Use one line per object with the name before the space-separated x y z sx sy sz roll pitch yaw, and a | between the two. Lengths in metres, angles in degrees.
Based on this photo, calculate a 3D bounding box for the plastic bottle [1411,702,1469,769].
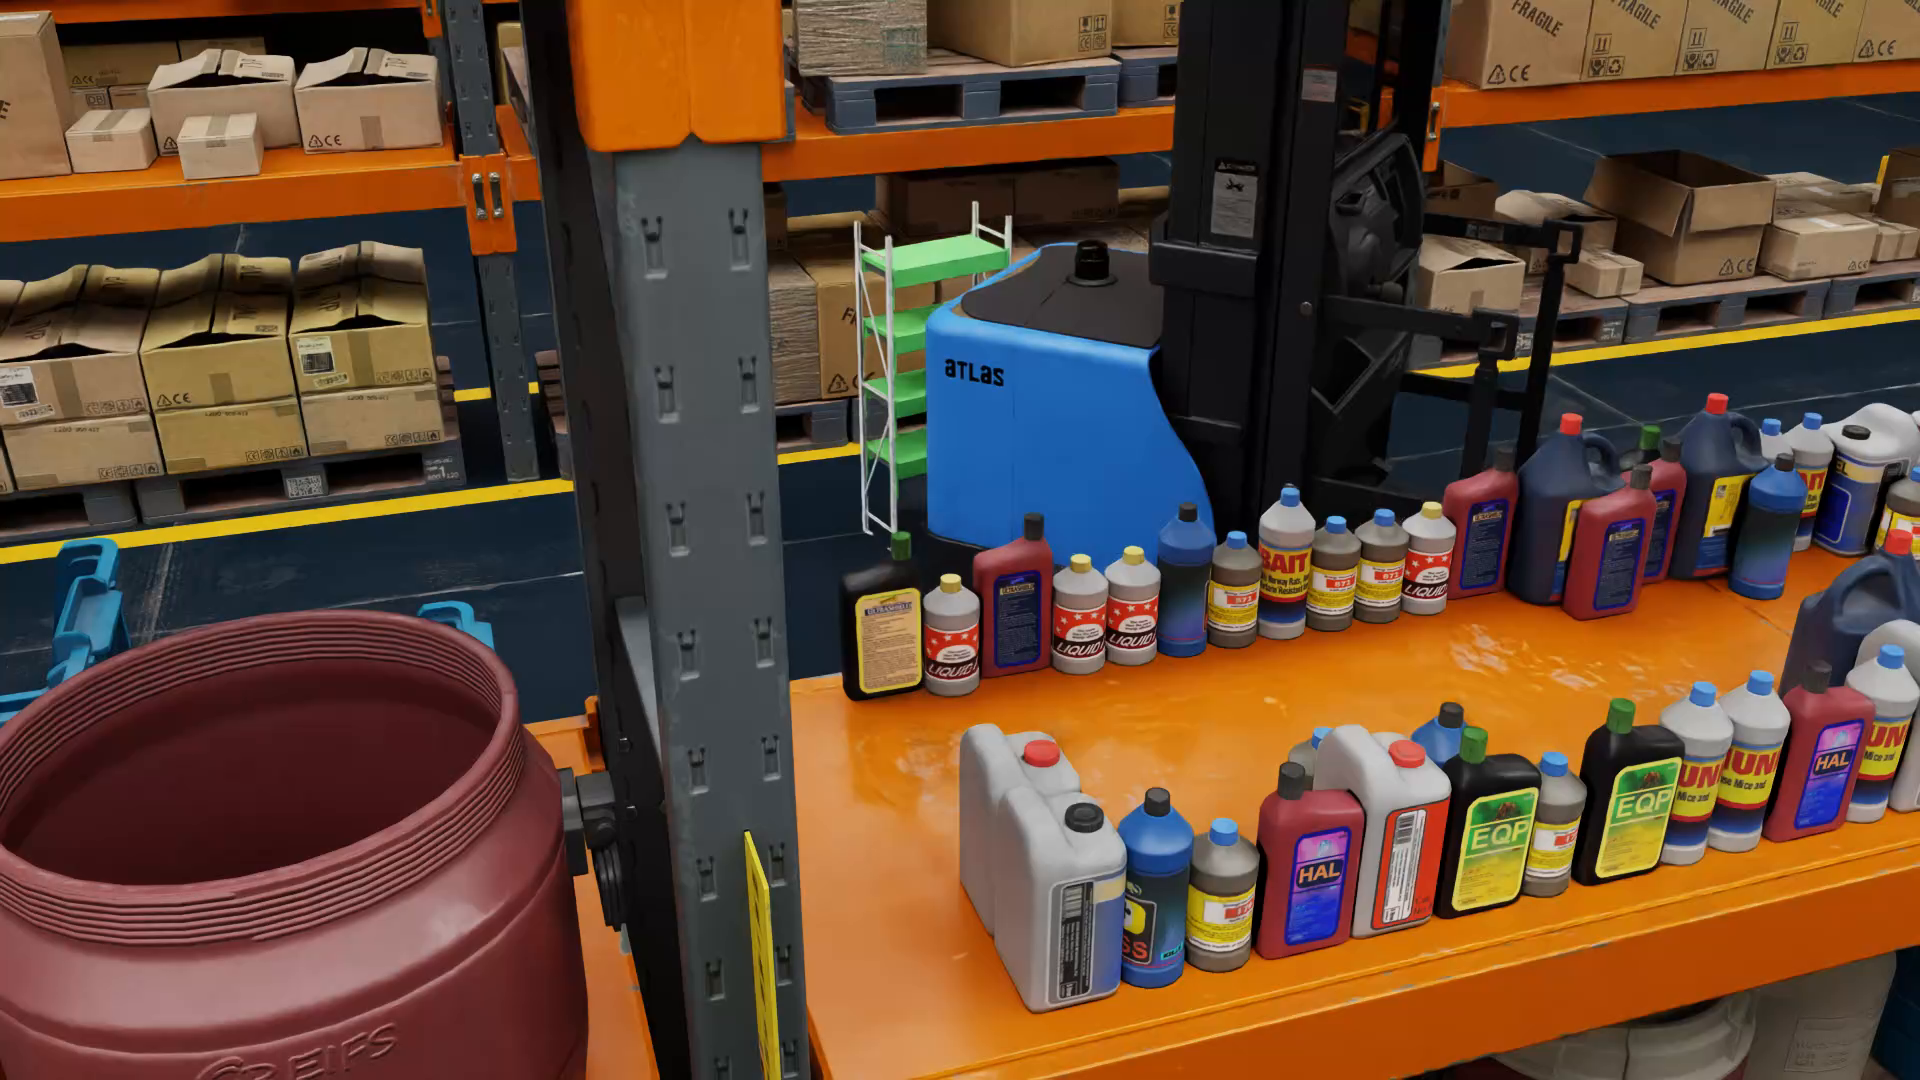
plastic bottle | 0.668 0.349 2.317 0.097 0.271 0.097 0 26 0

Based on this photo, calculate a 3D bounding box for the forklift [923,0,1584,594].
forklift | 1.420 -0.951 4.869 3.031 2.935 1.130 13 29 25

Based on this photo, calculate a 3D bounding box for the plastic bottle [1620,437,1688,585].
plastic bottle | 1.278 -0.051 3.110 0.133 0.283 0.061 -8 28 -16

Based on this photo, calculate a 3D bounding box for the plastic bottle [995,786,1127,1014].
plastic bottle | 0.128 0.441 2.127 0.135 0.276 0.152 -8 28 -16

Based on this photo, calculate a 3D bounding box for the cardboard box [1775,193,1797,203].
cardboard box | 4.138 -1.761 9.021 0.500 0.250 0.500 -8 28 -16

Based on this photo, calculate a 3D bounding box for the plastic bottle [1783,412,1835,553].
plastic bottle | 1.643 -0.118 3.259 0.097 0.271 0.097 0 26 0

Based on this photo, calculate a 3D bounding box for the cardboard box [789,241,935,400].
cardboard box | -0.418 -0.947 7.101 0.500 0.500 0.500 -9 28 -17

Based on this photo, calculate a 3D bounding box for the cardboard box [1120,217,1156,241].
cardboard box | 1.037 -1.161 7.531 0.500 0.500 0.500 -8 28 -16

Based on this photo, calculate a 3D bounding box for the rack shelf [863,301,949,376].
rack shelf | -0.093 -0.745 6.006 0.480 0.148 0.258 -16 30 -28

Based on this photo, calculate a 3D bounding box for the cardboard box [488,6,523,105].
cardboard box | -2.711 -3.151 11.170 0.750 0.750 0.750 -9 28 -17

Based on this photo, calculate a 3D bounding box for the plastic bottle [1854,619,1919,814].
plastic bottle | 1.447 0.250 2.512 0.135 0.276 0.152 -8 28 -16

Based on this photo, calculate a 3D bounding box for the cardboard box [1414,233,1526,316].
cardboard box | 2.356 -1.296 8.017 0.500 0.311 0.500 -8 28 -16

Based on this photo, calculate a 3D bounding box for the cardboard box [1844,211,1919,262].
cardboard box | 4.840 -1.619 8.830 0.250 0.166 0.380 -8 28 -16

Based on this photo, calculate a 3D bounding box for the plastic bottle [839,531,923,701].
plastic bottle | -0.131 0.125 2.757 0.133 0.283 0.061 -8 28 -16

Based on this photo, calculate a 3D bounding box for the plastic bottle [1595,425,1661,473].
plastic bottle | 1.259 -0.076 3.162 0.133 0.283 0.061 -8 28 -16

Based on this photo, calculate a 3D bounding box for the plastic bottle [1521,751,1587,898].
plastic bottle | 0.814 0.388 2.318 0.097 0.201 0.097 0 26 0

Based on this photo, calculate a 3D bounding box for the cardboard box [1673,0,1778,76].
cardboard box | 3.421 -2.477 7.753 0.500 0.500 0.500 -8 28 -16

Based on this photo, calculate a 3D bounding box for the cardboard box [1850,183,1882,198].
cardboard box | 5.189 -1.896 9.406 0.250 0.149 0.380 -8 28 -16

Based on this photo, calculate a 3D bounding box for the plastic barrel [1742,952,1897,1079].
plastic barrel | 1.660 0.889 3.411 0.421 0.512 0.421 0 26 0

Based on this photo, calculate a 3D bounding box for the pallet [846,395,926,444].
pallet | -0.034 -0.790 7.605 1.213 0.211 1.003 -8 28 -16

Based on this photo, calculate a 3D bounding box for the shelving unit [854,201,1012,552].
shelving unit | -0.093 -0.588 6.084 0.503 1.200 0.258 -16 30 -28

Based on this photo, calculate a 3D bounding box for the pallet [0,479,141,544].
pallet | -3.866 -0.274 6.565 1.213 0.211 1.003 -8 28 -16

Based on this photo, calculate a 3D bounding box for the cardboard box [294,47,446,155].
cardboard box | -2.273 -1.715 6.431 0.500 0.311 0.500 -7 27 -13

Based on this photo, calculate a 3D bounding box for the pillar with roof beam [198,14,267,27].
pillar with roof beam | -3.622 -4.934 6.068 0.400 9.000 9.100 -8 28 -16

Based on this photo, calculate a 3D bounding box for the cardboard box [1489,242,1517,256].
cardboard box | 2.682 -1.533 8.675 0.250 0.149 0.380 -8 28 -16

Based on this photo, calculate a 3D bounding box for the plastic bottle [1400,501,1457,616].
plastic bottle | 0.852 0.028 3.044 0.097 0.201 0.097 0 26 0

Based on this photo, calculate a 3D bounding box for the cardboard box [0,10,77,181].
cardboard box | -3.504 -1.593 5.973 0.500 0.500 0.500 -10 28 -19

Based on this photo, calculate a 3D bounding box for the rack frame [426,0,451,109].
rack frame | -3.451 -3.880 10.693 0.127 3.000 1.000 -8 28 -16

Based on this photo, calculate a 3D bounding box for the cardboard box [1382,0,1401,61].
cardboard box | 2.286 -2.559 7.919 0.500 0.500 0.500 -8 27 -15

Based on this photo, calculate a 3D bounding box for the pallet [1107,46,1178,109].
pallet | 1.096 -2.187 7.498 1.213 0.211 1.003 -8 28 -16

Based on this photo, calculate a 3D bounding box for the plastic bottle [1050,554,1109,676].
plastic bottle | 0.204 0.122 2.855 0.097 0.201 0.097 0 26 0

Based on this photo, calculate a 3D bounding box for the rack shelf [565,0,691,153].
rack shelf | -2.285 -0.437 1.193 4.000 0.370 1.077 -8 28 -16

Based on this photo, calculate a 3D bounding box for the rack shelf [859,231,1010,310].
rack shelf | -0.093 -0.960 5.899 0.480 0.148 0.258 -16 30 -28

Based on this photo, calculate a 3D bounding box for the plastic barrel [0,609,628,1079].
plastic barrel | -0.730 0.440 1.838 0.708 0.536 0.600 -8 28 -16

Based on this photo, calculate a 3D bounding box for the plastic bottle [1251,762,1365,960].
plastic bottle | 0.455 0.412 2.178 0.133 0.283 0.061 -8 28 -16

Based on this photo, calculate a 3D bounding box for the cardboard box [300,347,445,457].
cardboard box | -2.338 -0.567 6.639 0.500 0.250 0.500 -8 27 -15

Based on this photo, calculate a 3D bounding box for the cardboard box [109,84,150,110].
cardboard box | -5.109 -2.734 10.701 0.500 0.500 0.700 -8 28 -16

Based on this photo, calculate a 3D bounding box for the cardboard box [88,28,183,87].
cardboard box | -5.168 -3.047 10.488 0.500 0.250 0.500 -8 28 -16

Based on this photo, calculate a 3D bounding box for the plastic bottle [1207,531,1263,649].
plastic bottle | 0.482 0.081 2.936 0.097 0.201 0.097 0 26 0

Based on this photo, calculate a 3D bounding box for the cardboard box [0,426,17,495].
cardboard box | -3.794 -0.355 6.211 0.500 0.250 0.500 -8 27 -15

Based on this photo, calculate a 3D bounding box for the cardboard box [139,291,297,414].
cardboard box | -2.827 -0.743 6.363 0.500 0.311 0.500 -9 28 -17

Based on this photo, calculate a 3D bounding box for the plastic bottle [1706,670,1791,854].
plastic bottle | 1.126 0.312 2.394 0.097 0.271 0.097 0 26 0

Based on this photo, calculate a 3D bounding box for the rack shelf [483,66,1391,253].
rack shelf | -0.012 -1.739 7.190 4.000 0.370 1.077 -8 28 -16

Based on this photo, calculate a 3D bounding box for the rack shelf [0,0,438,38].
rack shelf | -5.353 -3.283 10.298 4.000 0.370 1.077 -8 28 -16

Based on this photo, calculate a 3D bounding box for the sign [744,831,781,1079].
sign | -0.206 0.467 1.752 0.005 0.325 0.100 -8 28 -16

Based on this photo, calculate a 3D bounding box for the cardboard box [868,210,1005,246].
cardboard box | -0.108 -1.238 7.686 0.500 0.500 0.500 -9 28 -18

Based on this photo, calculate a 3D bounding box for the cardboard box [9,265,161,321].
cardboard box | -3.485 -0.901 6.681 0.500 0.311 0.500 -9 28 -17

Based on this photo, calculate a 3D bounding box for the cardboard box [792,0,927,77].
cardboard box | -0.421 -2.199 6.721 0.500 0.500 0.700 -3 27 -6

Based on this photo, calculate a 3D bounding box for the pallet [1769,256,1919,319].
pallet | 4.863 -1.518 9.071 1.213 0.211 1.003 -8 28 -16

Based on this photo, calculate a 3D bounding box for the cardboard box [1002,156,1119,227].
cardboard box | 0.404 -1.649 7.672 0.500 0.250 0.500 -8 28 -16
